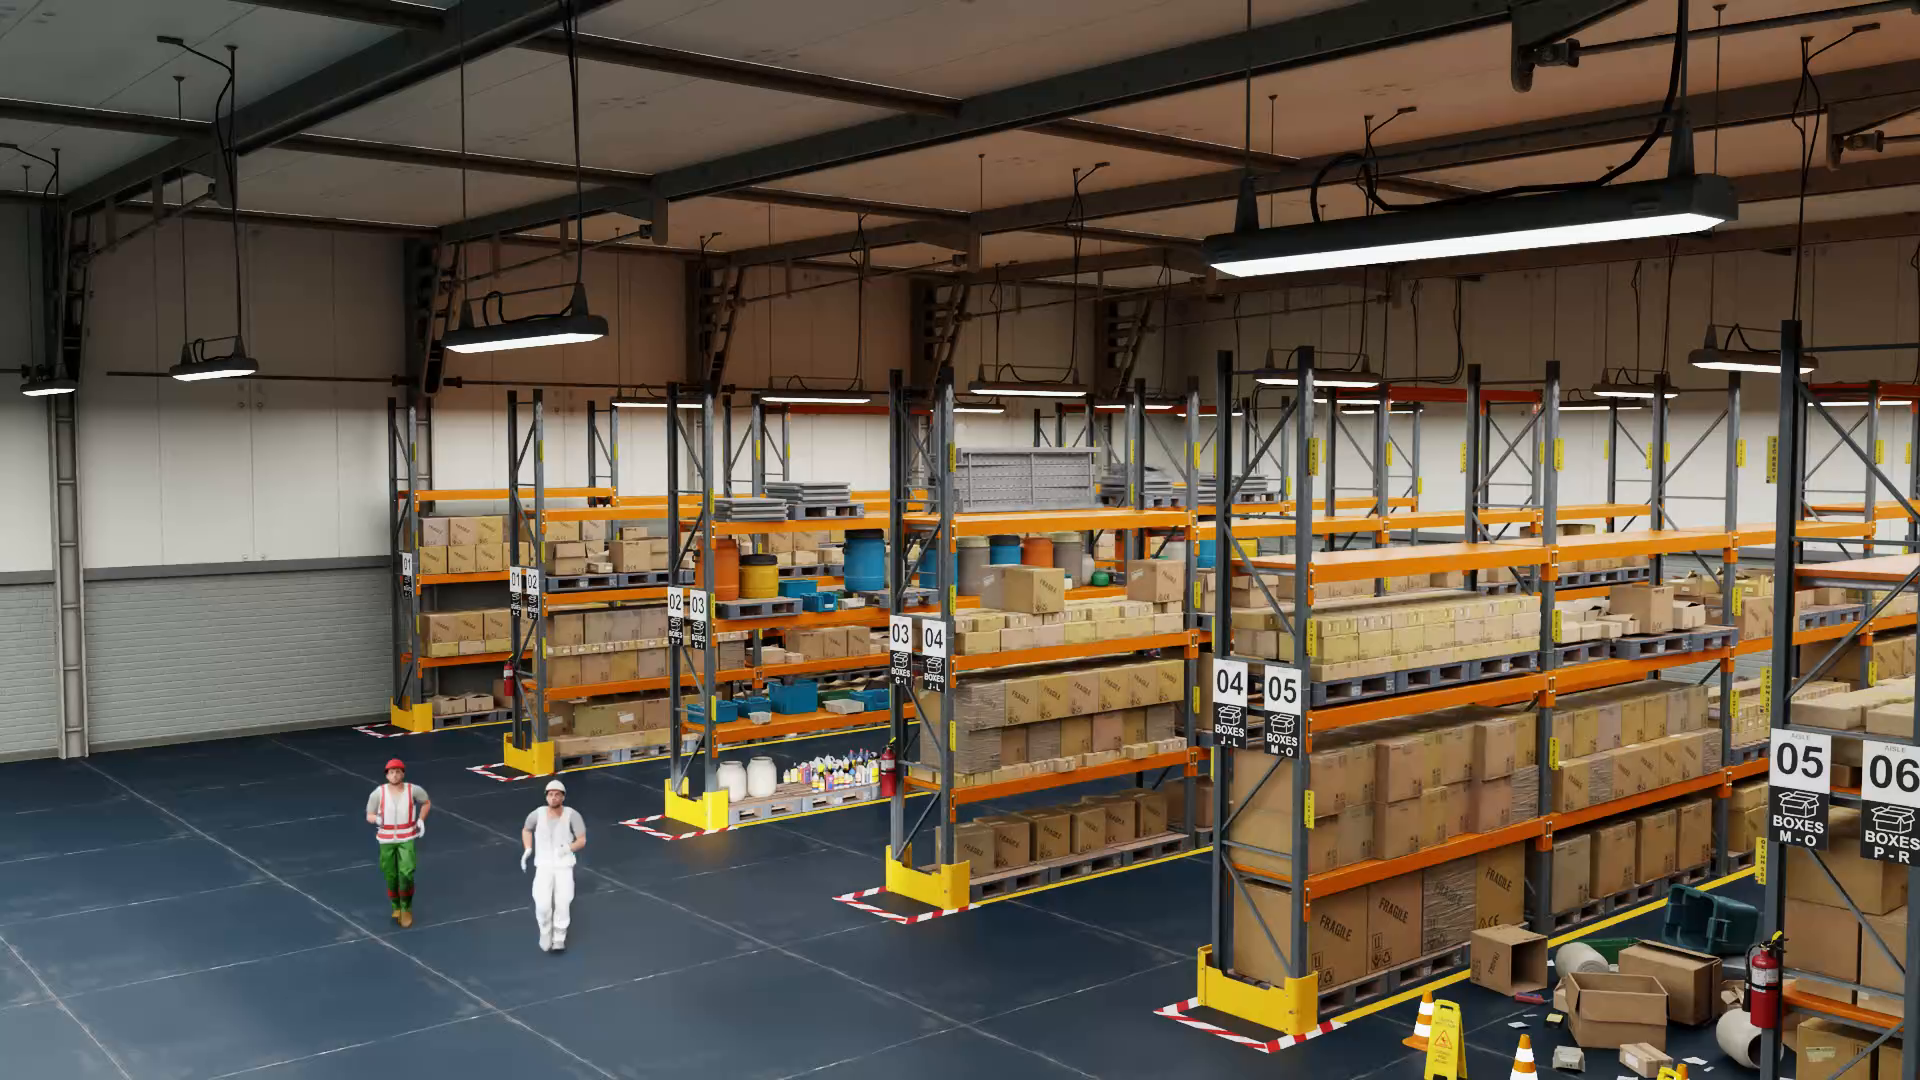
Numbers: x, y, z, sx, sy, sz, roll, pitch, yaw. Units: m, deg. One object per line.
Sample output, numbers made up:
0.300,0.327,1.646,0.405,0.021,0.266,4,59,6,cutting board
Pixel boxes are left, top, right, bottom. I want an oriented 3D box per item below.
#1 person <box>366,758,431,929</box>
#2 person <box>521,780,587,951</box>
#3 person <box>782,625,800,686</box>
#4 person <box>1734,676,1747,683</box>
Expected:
-5.994,3.177,17.725,0.635,1.683,0.678,-1,3,-13,person
-4.083,3.293,16.712,0.649,1.741,0.642,-1,3,-10,person
-3.234,2.439,32.170,0.642,1.714,0.647,3,4,38,person
11.811,2.880,25.024,0.792,1.691,0.573,-2,4,-35,person
